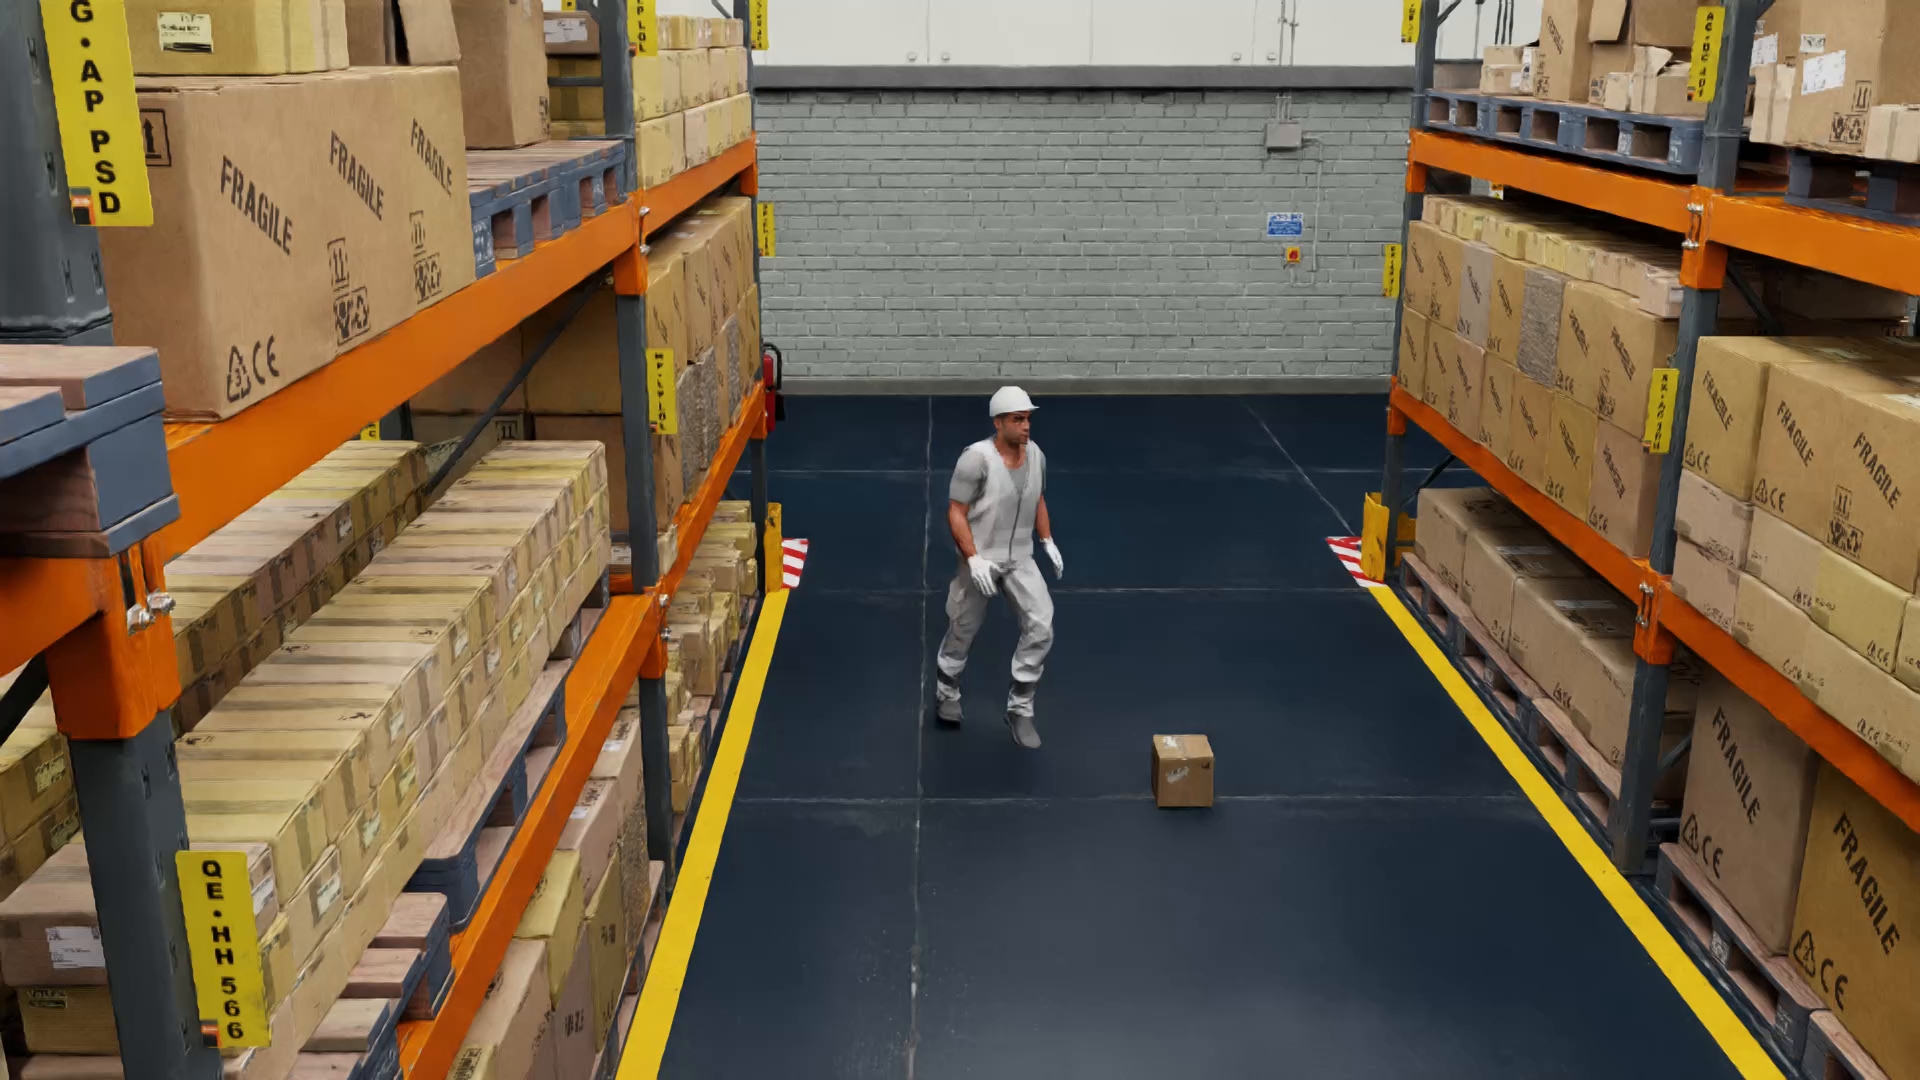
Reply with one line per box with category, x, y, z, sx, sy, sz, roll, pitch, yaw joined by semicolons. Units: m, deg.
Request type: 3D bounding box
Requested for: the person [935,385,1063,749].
person;0.221;0.107;8.226;0.686;1.791;0.691;-10;20;-30
